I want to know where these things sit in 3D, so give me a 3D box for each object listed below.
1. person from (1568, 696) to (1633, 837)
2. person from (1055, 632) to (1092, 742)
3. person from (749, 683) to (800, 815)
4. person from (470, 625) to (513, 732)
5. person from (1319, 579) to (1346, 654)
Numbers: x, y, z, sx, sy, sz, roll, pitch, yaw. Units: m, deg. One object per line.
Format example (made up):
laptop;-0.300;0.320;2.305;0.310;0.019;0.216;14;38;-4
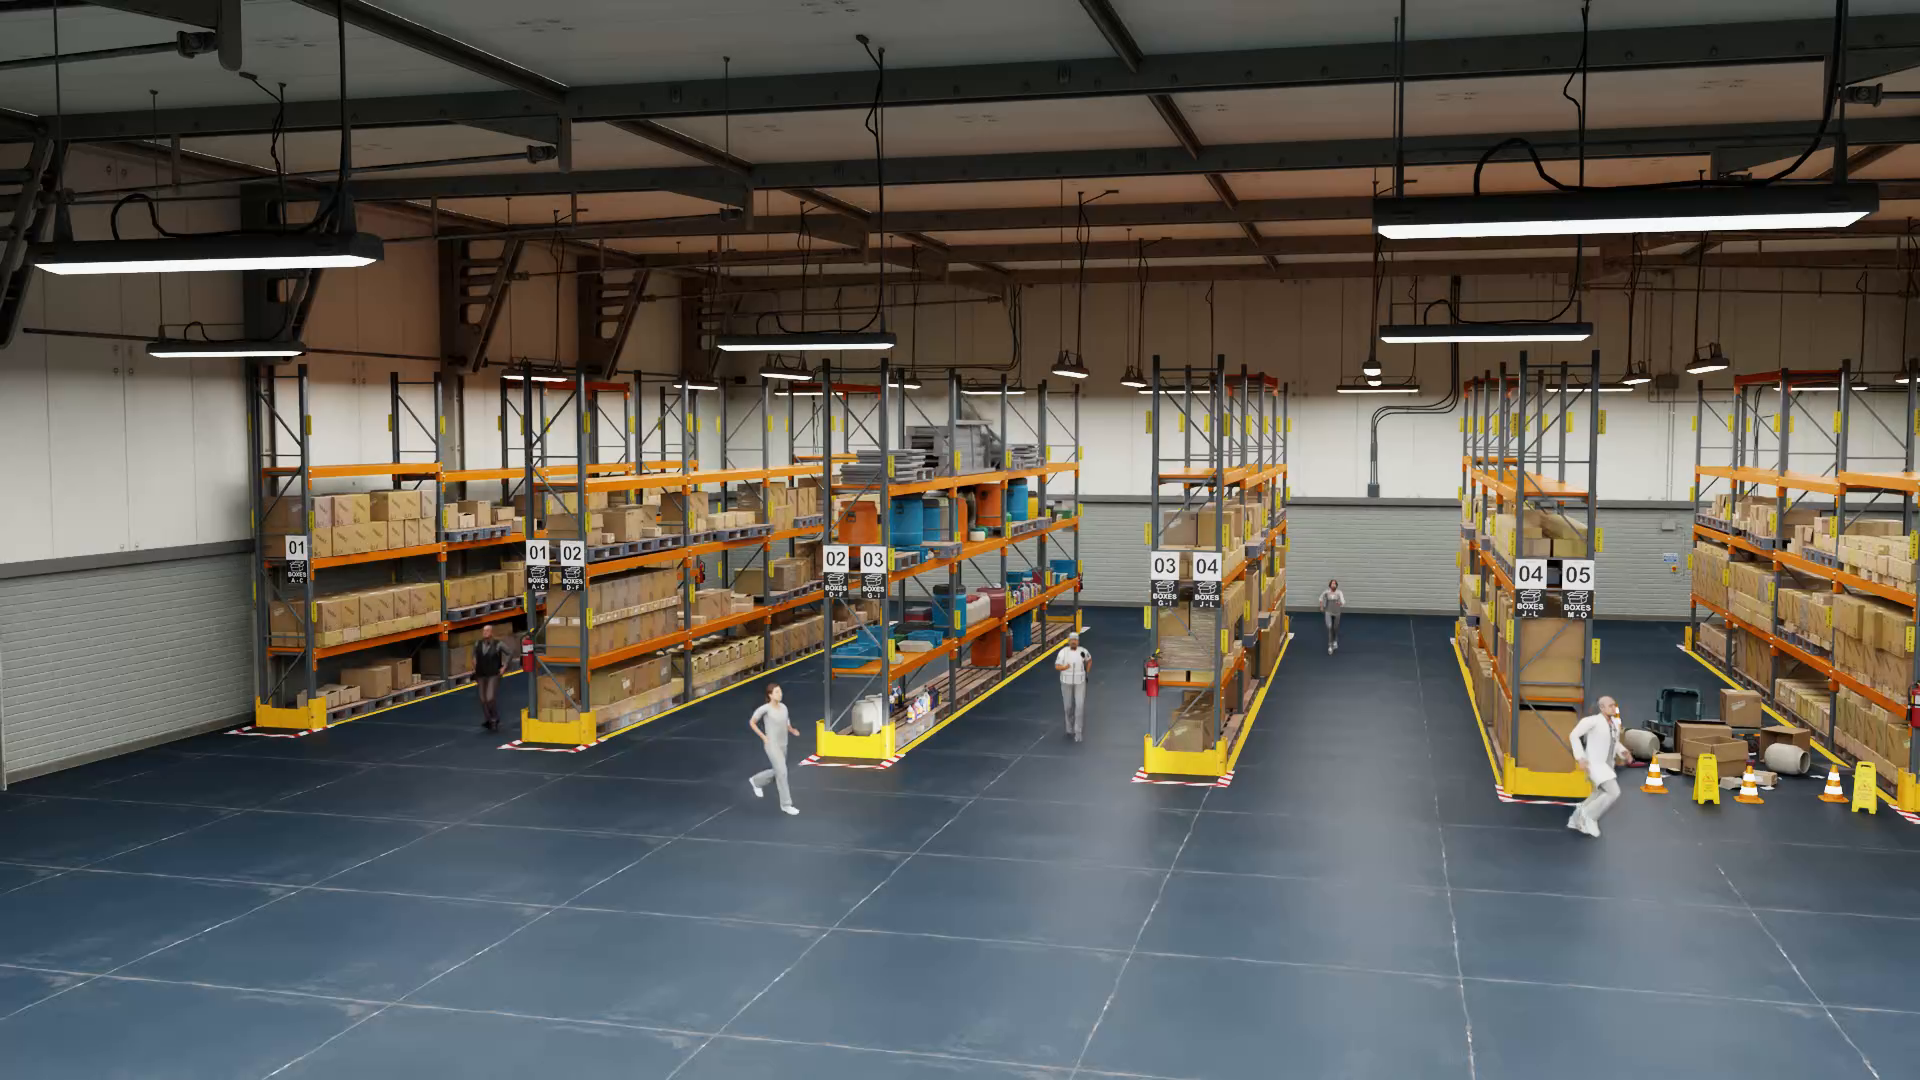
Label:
person;7.759;2.835;20.173;0.626;1.513;0.814;-3;5;-37
person;1.814;2.313;26.604;0.597;1.685;0.854;0;4;4
person;-2.431;2.690;21.614;0.901;1.670;0.567;3;5;37
person;-7.738;2.280;27.243;0.637;1.767;0.654;1;4;11
person;8.211;1.668;36.688;0.553;1.624;0.814;1;4;8
